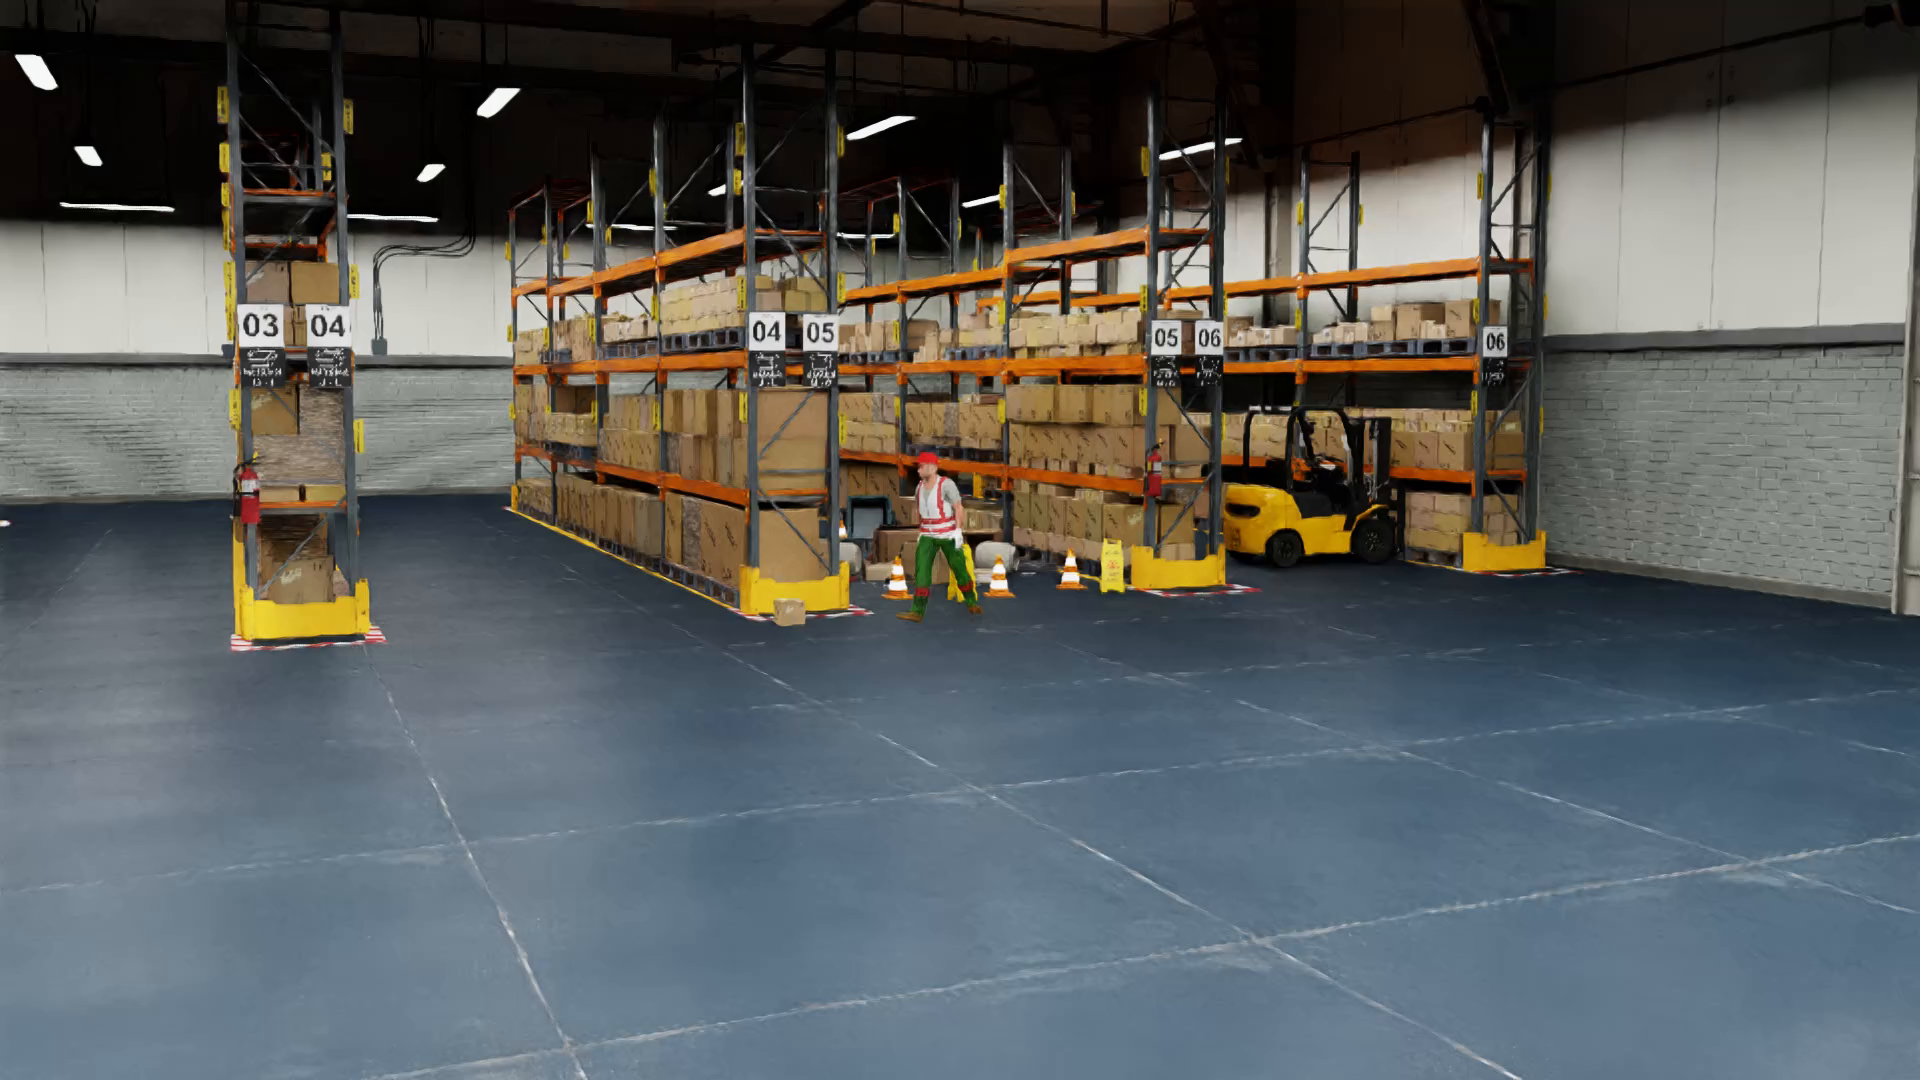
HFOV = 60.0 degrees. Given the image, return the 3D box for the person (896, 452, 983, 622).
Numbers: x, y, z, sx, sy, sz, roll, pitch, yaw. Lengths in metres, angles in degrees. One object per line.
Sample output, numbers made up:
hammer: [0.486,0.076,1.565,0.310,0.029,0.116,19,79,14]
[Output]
person: [-0.210,-0.036,17.214,0.680,1.751,0.965,3,6,32]
